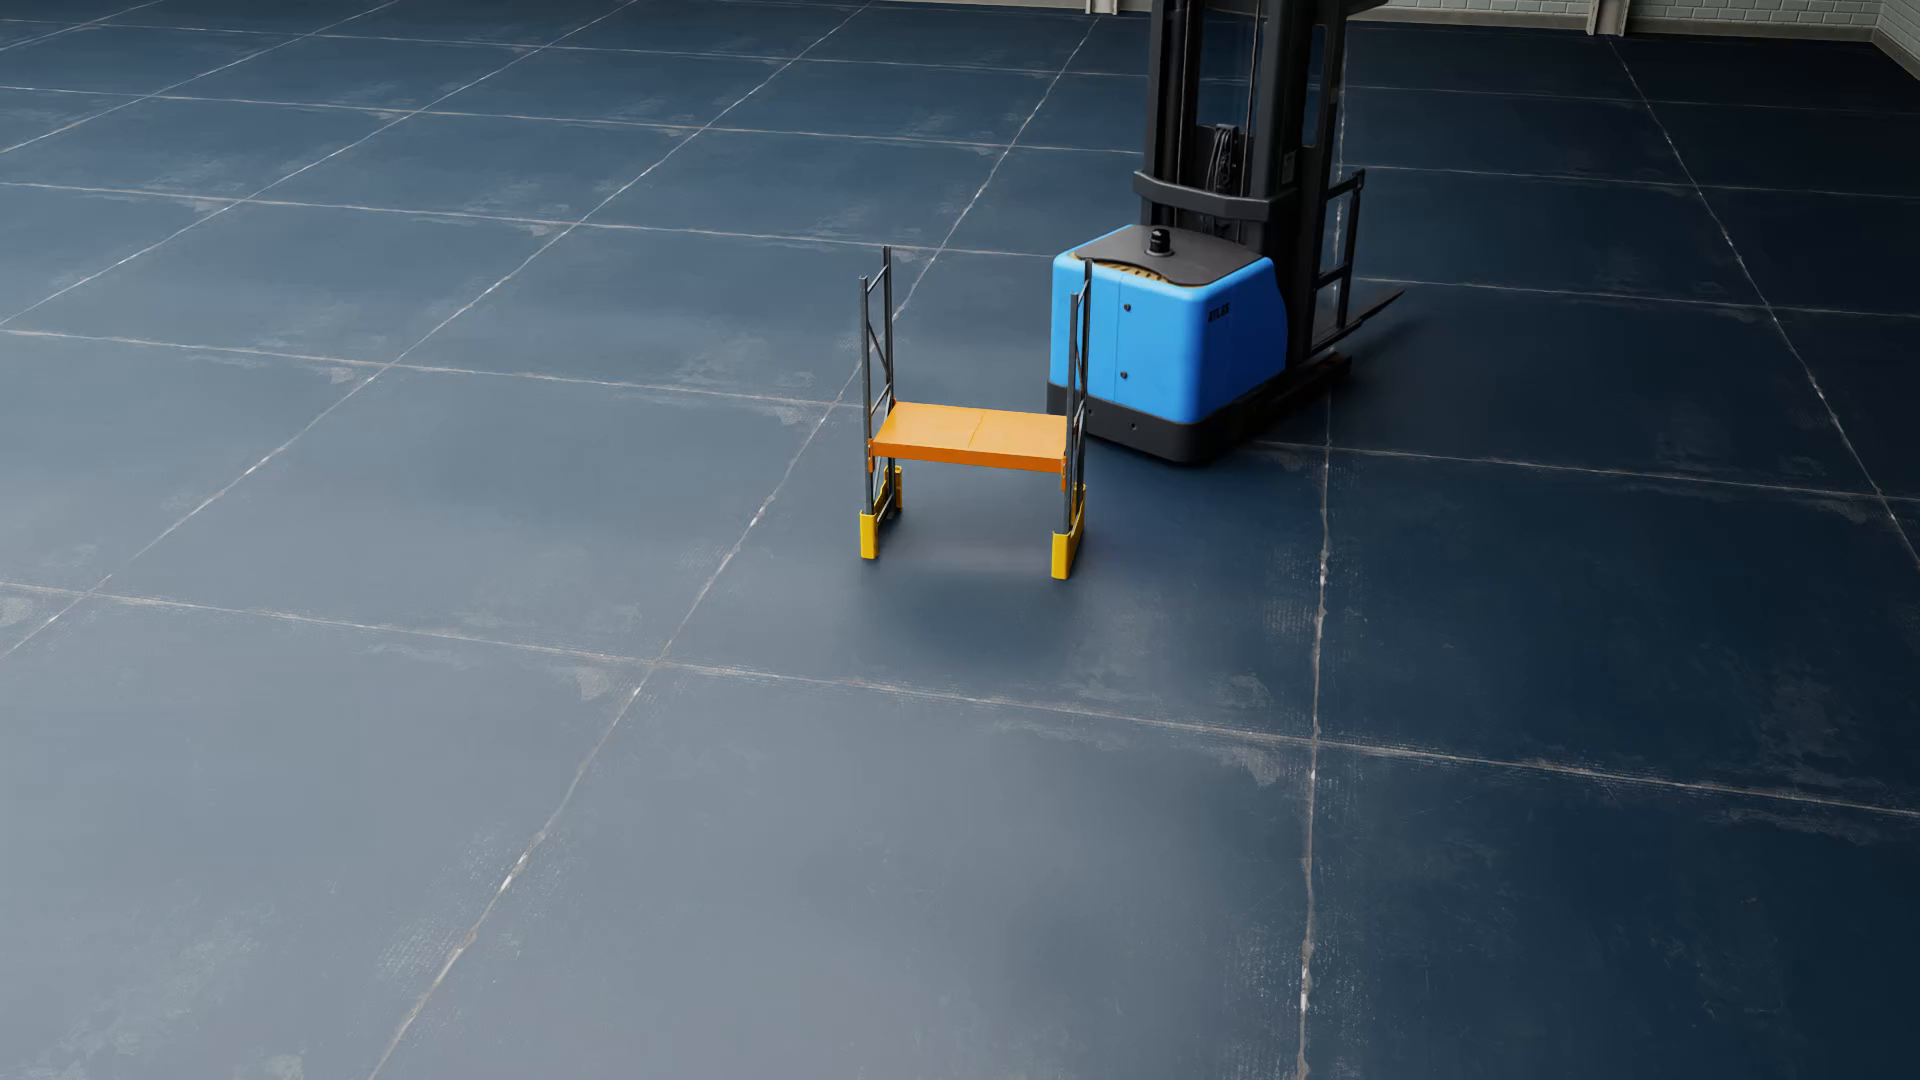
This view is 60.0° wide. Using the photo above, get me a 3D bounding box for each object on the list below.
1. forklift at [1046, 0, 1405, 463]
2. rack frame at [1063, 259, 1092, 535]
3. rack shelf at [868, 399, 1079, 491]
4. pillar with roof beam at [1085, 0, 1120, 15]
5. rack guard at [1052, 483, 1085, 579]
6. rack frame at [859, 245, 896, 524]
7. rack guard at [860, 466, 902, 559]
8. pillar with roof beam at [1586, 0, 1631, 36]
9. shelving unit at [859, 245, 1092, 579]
[{"bbox_3d":[1.842,-2.360,10.008,1.130,2.935,3.031,22,35,34],"label":"forklift"},{"bbox_3d":[0.581,-0.598,8.281,0.032,1.500,0.500,6,29,11],"label":"rack frame"},{"bbox_3d":[0.083,-0.492,8.461,1.000,0.185,0.538,6,29,11],"label":"rack shelf"},{"bbox_3d":[0.894,-8.553,15.002,0.400,9.000,9.100,6,29,11],"label":"pillar with roof beam"},{"bbox_3d":[0.562,-0.052,8.585,0.087,0.250,0.587,6,29,11],"label":"rack guard"},{"bbox_3d":[-0.414,-0.700,8.467,0.032,1.500,0.500,6,29,11],"label":"rack frame"},{"bbox_3d":[-0.412,-0.152,8.767,0.087,0.250,0.587,6,29,11],"label":"rack guard"},{"bbox_3d":[6.761,-7.952,13.903,0.400,9.000,9.100,6,29,11],"label":"pillar with roof beam"},{"bbox_3d":[0.075,-0.650,8.376,1.083,1.500,0.587,6,29,11],"label":"shelving unit"}]
